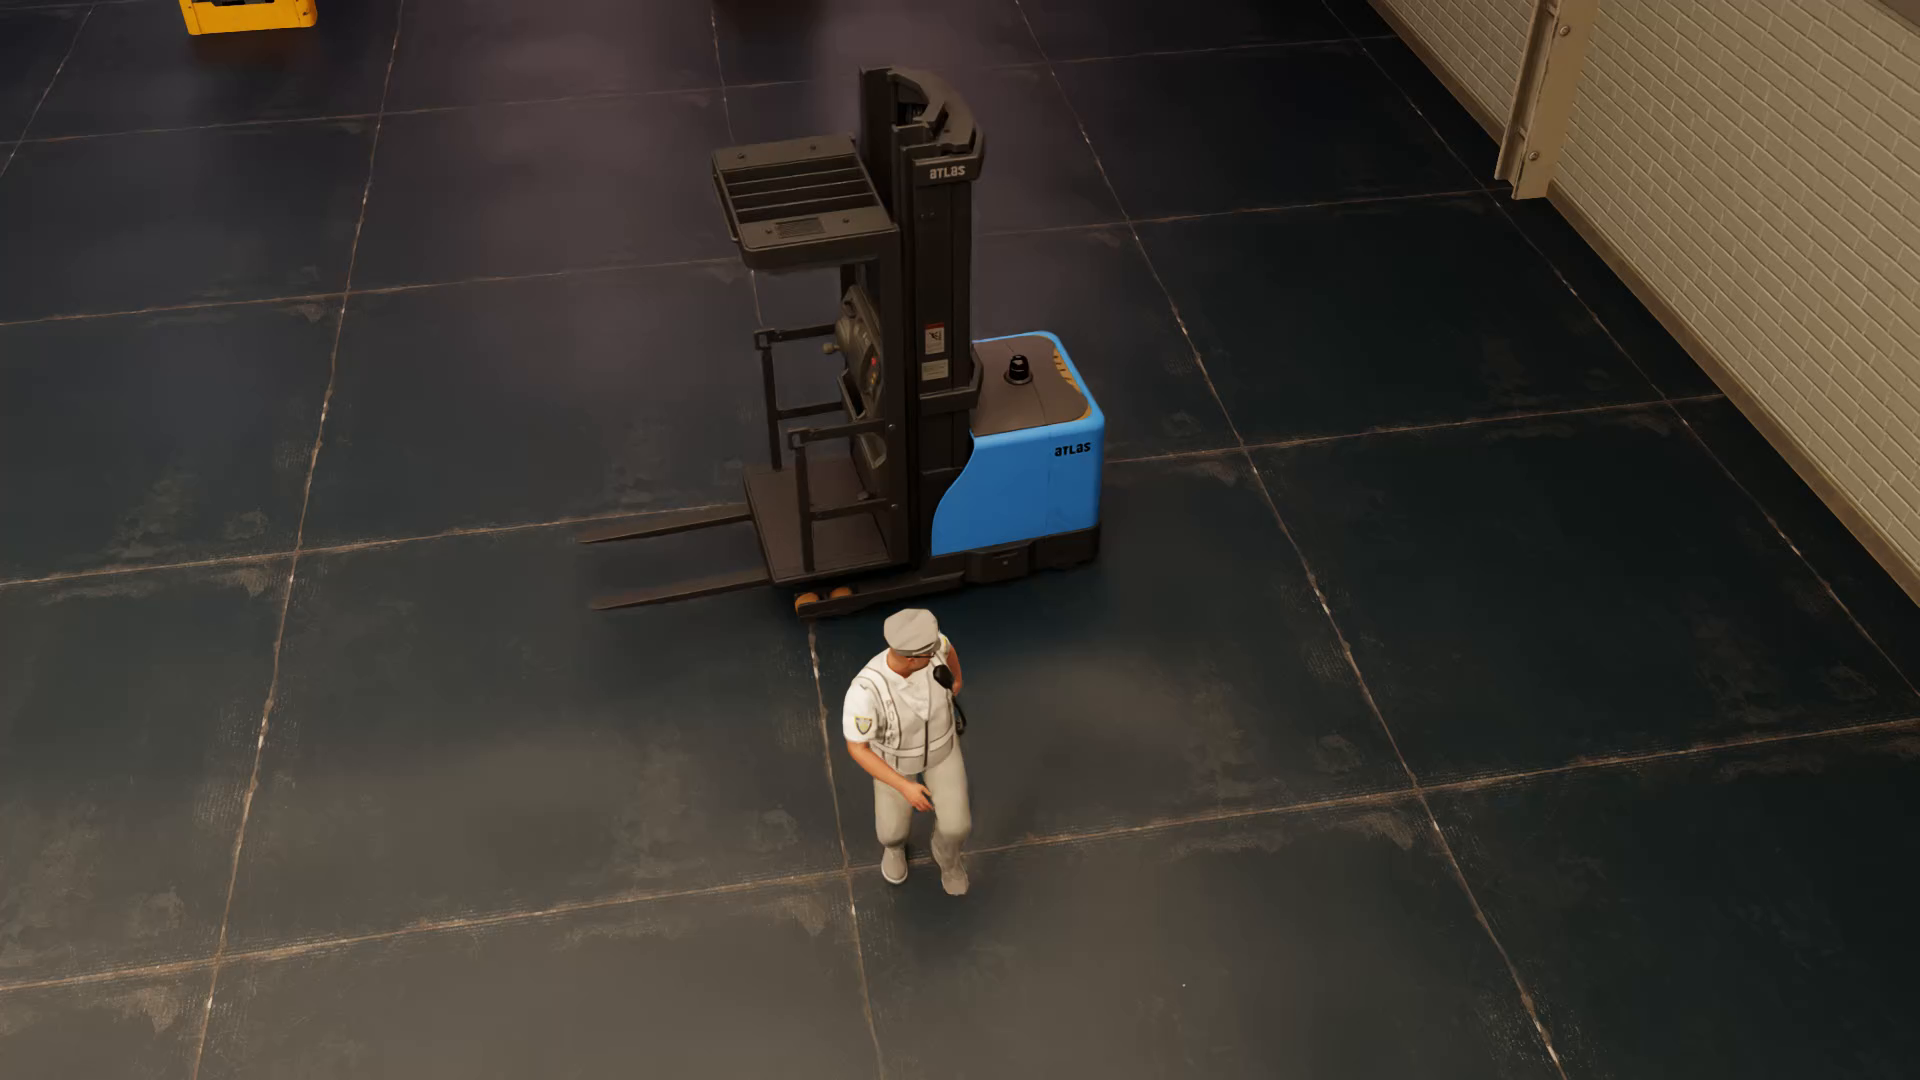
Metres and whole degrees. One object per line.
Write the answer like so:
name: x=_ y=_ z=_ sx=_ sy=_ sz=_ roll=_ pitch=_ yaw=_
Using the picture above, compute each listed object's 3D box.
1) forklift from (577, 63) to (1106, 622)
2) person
forklift: x=-0.734 y=-1.025 z=9.164 sx=3.031 sy=2.935 sz=1.130 roll=-10 pitch=41 yaw=-12
person: x=-0.221 y=1.004 z=7.790 sx=0.674 sy=1.742 sz=0.773 roll=-11 pitch=42 yaw=-13
